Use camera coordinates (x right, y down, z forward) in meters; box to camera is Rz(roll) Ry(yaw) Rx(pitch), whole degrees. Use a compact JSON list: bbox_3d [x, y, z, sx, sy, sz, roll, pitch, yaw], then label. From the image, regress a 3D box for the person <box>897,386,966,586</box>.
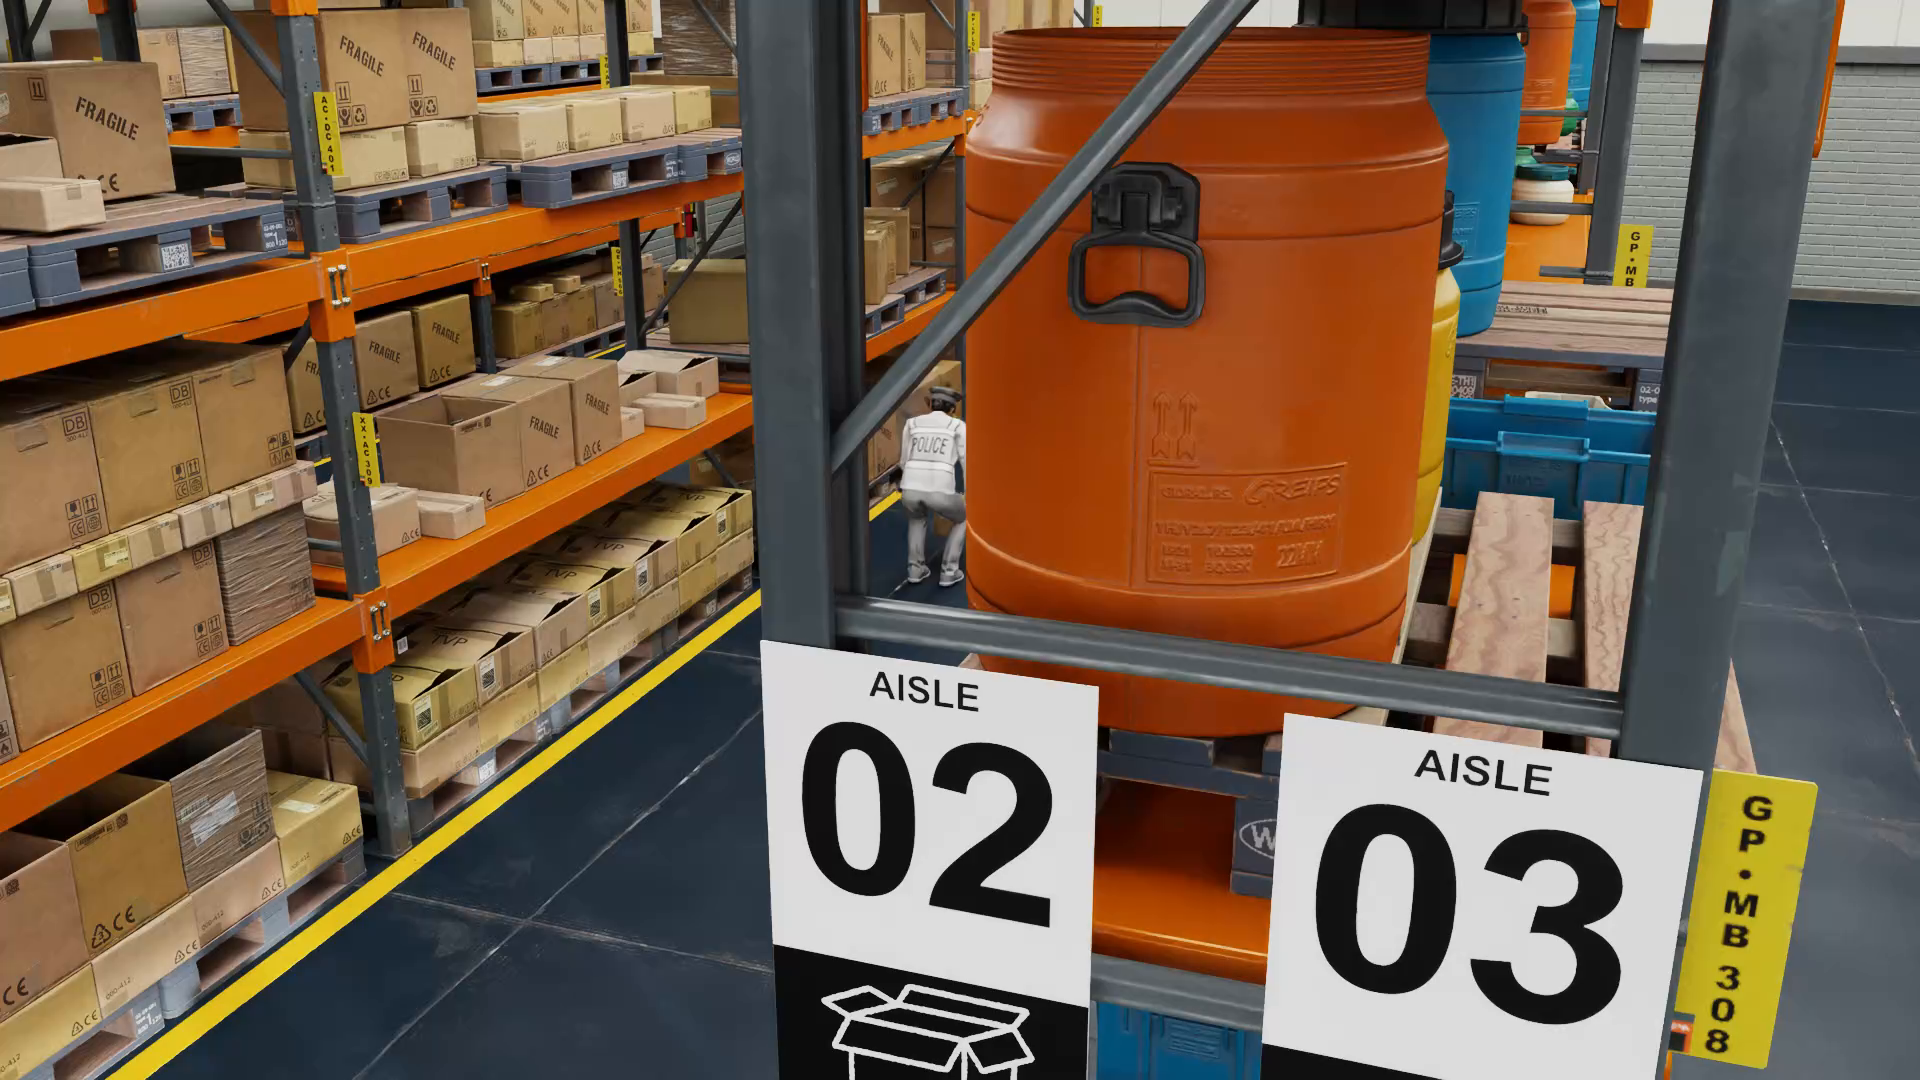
[{"bbox_3d":[-0.179,-0.363,11.214,0.534,1.294,0.749,6,20,18],"label":"person"}]
